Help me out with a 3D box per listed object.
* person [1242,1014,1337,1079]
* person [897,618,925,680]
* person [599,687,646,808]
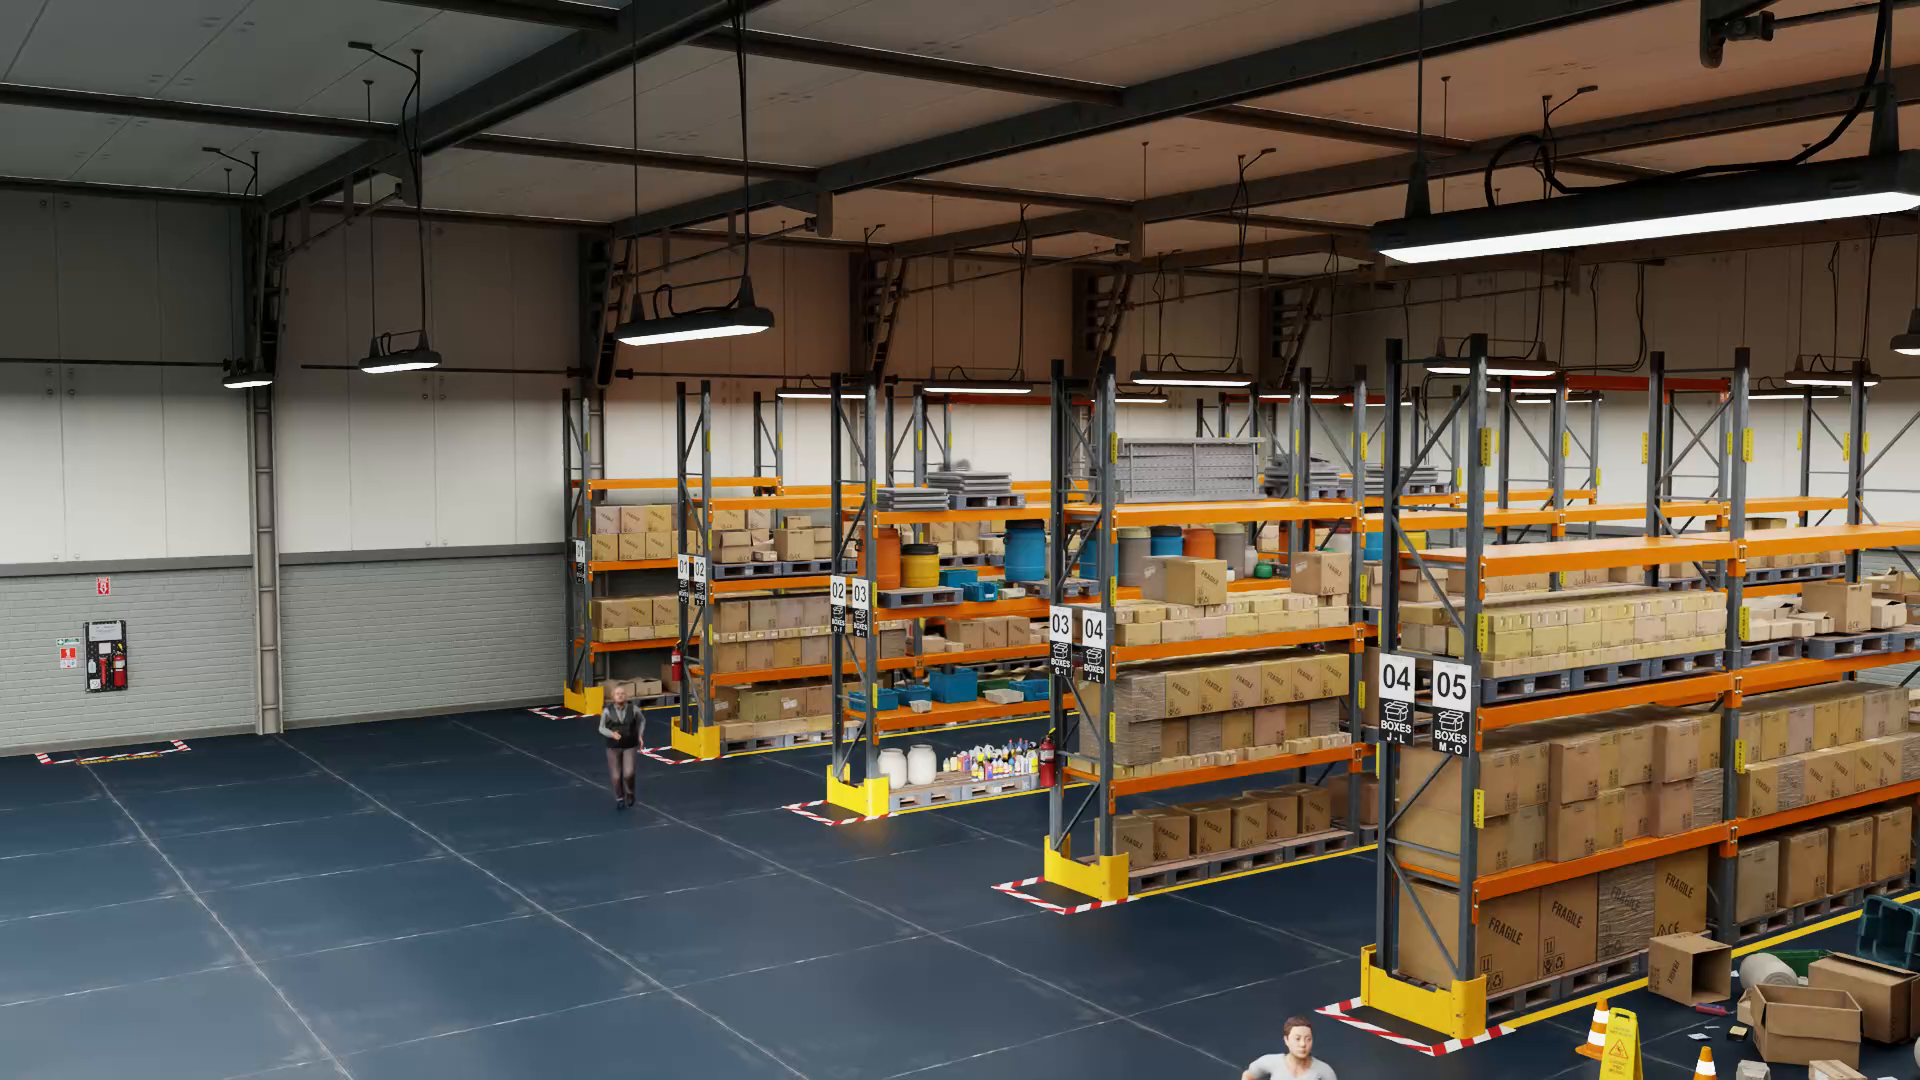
[{"bbox_3d":[2.000,3.689,9.977,0.572,1.685,0.886,0,4,4],"label":"person"},{"bbox_3d":[-0.954,2.020,31.150,0.742,1.790,0.655,-3,5,-42],"label":"person"},{"bbox_3d":[-4.613,2.851,22.721,0.631,1.681,0.624,-1,4,-10],"label":"person"}]
